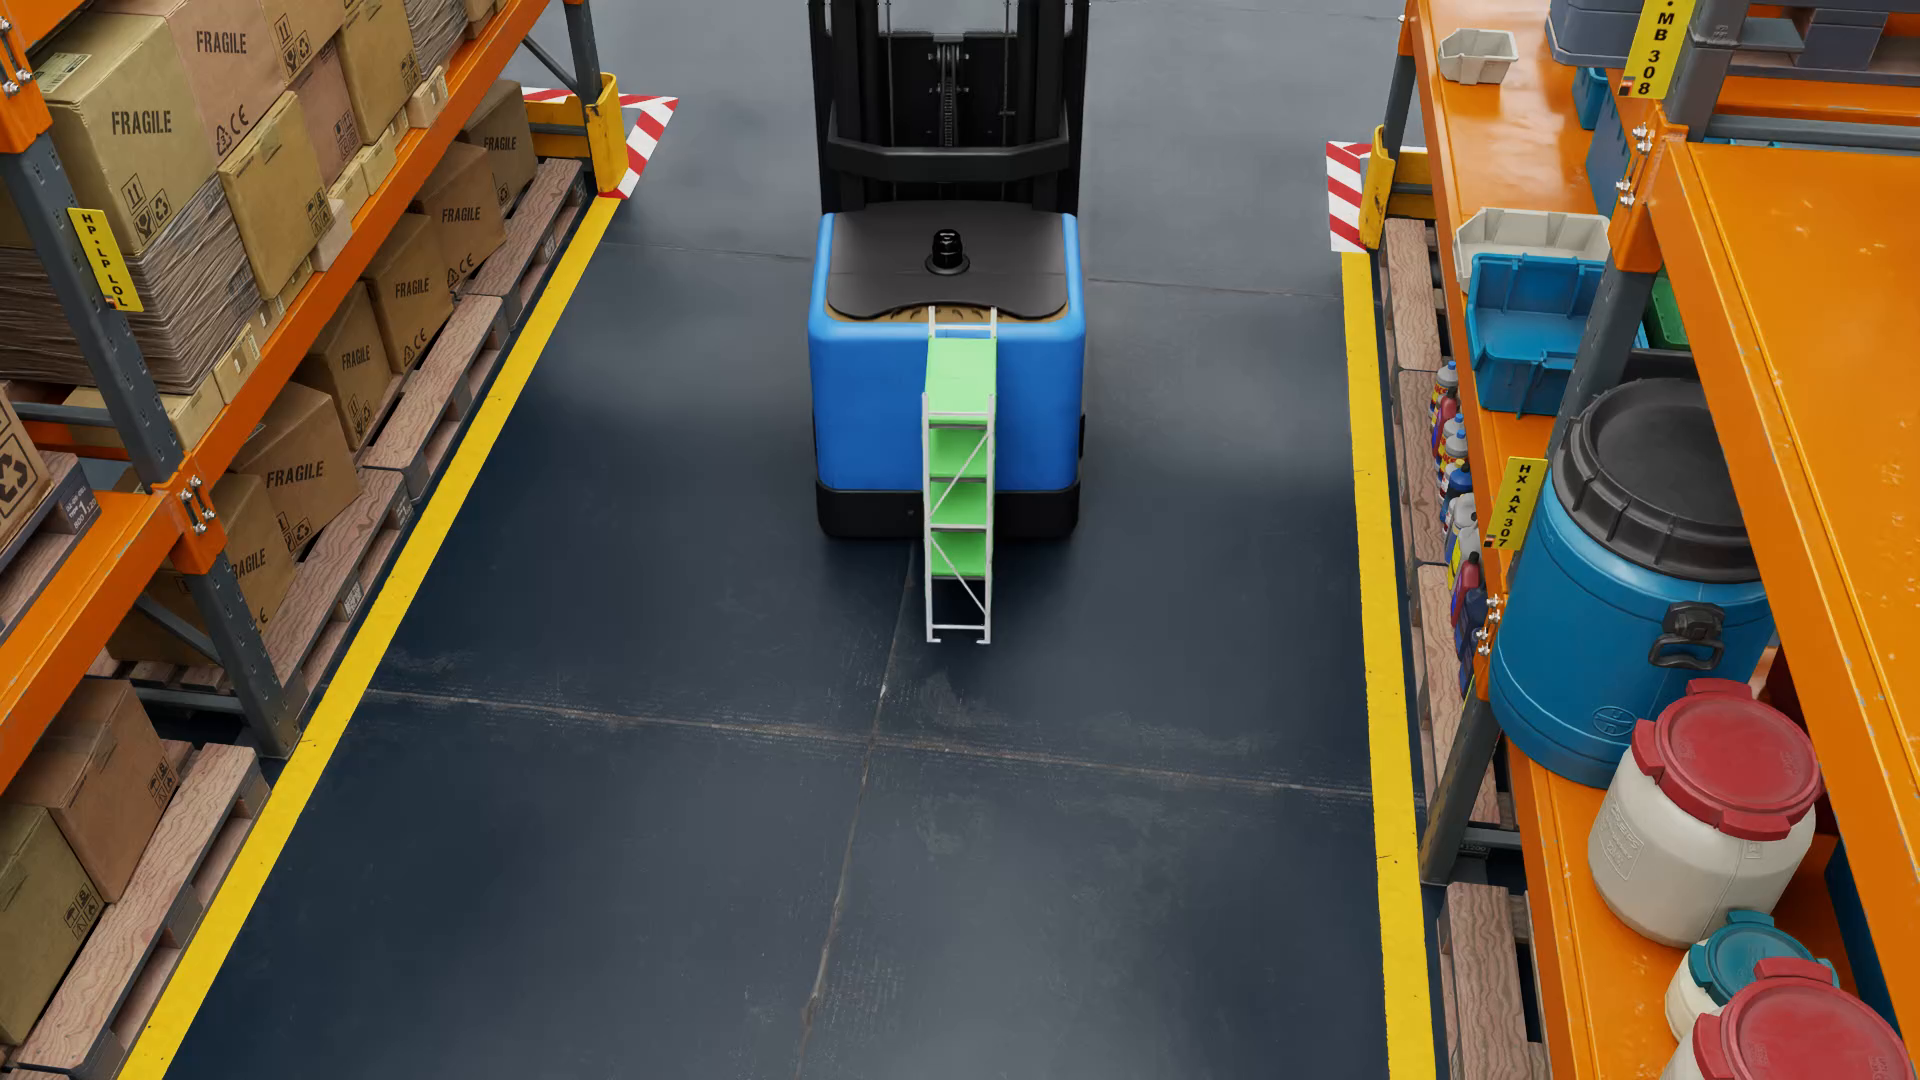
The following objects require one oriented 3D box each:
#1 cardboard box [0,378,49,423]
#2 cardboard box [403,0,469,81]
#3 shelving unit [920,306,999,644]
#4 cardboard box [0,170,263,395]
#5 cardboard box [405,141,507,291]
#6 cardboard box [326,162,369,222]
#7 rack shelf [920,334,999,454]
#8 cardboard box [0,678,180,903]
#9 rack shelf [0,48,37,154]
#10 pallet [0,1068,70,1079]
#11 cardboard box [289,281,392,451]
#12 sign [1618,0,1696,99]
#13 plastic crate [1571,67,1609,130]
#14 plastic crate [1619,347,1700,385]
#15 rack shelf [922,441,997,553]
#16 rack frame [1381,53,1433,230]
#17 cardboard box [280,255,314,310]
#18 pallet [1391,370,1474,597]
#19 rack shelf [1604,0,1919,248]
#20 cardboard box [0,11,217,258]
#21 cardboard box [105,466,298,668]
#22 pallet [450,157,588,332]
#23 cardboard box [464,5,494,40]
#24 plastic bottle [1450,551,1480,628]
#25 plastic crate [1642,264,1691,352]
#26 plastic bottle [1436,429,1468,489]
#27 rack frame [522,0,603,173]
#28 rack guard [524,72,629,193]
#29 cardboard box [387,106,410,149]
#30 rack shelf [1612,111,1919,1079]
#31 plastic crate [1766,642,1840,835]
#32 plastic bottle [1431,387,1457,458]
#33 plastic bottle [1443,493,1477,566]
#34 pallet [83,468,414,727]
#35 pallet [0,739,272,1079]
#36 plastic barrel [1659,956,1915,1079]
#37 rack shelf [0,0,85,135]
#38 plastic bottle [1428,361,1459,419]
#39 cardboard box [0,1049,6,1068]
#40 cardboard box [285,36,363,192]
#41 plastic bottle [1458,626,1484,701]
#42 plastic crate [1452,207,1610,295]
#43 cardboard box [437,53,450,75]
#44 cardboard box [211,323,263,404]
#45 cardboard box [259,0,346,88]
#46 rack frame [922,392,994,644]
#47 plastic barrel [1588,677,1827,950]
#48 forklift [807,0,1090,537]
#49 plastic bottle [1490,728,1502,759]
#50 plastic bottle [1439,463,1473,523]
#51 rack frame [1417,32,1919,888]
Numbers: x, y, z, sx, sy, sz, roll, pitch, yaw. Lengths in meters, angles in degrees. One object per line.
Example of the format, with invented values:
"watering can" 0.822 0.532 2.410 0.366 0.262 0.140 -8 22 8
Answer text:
"cardboard box" -3.138 -0.469 5.247 0.380 0.149 0.250 5 44 6
"cardboard box" -2.503 -2.197 6.599 0.875 0.500 0.500 5 44 6
"shelving unit" 0.002 -0.214 6.104 0.258 1.200 0.503 1 43 1
"cardboard box" -2.755 -0.833 5.159 0.875 0.500 0.500 5 44 6
"cardboard box" -2.491 -1.524 7.690 0.500 0.500 0.500 16 46 16
"cardboard box" -2.408 -1.269 6.092 0.380 0.149 0.250 5 44 6
"rack shelf" 0.002 -0.517 5.818 0.258 0.148 0.480 1 43 1
"cardboard box" -2.978 0.777 5.246 0.700 0.500 0.500 2 43 2
"rack shelf" -3.140 0.148 2.754 1.077 0.370 4.000 5 44 6
"pallet" -3.136 1.990 4.495 1.003 0.211 1.213 5 44 6
"cardboard box" -2.710 -0.722 6.844 0.500 0.500 0.500 2 43 2
"sign" 1.490 -1.087 3.528 0.100 0.325 0.005 5 44 6
"plastic crate" 2.702 -1.799 6.576 0.499 0.251 0.408 5 44 6
"plastic crate" 2.229 -0.260 4.888 0.767 0.338 0.504 5 44 6
"rack shelf" 0.002 -0.168 6.148 0.258 0.148 0.480 1 43 1
"rack frame" 2.563 -2.663 7.381 1.000 3.000 0.127 5 44 6
"cardboard box" -2.474 -0.929 5.732 0.380 0.149 0.250 5 44 6
"pallet" 2.323 -0.212 6.821 1.003 0.211 1.213 5 44 6
"rack shelf" 2.299 -2.128 5.157 1.077 0.370 4.000 5 44 6
"cardboard box" -2.564 -1.178 4.796 0.500 0.500 0.500 5 44 6
"cardboard box" -2.783 0.099 5.976 0.500 0.500 0.500 4 44 4
"pallet" -2.499 -1.499 8.179 1.003 0.211 1.213 5 44 6
"cardboard box" -2.244 -2.295 7.175 0.380 0.149 0.250 5 44 6
"plastic bottle" 1.839 0.179 6.035 0.061 0.283 0.133 8 44 8
"plastic crate" 2.493 -0.760 5.525 0.450 0.188 0.662 5 44 6
"plastic bottle" 1.956 -0.323 6.574 0.097 0.271 0.097 0 43 0
"rack frame" -2.347 -3.113 7.856 1.000 3.000 0.127 5 44 6
"rack guard" -2.357 -2.154 8.661 1.175 0.500 0.348 5 44 6
"cardboard box" -2.376 -1.613 6.455 0.380 0.149 0.250 5 44 6
"rack shelf" 1.770 0.598 2.278 1.077 0.370 4.000 5 44 6
"plastic crate" 2.273 0.398 4.102 0.402 0.464 0.583 5 44 6
"plastic bottle" 1.966 -0.477 6.727 0.061 0.283 0.133 6 44 6
"plastic bottle" 1.927 -0.034 6.265 0.152 0.276 0.135 6 44 6
"pallet" -2.822 0.164 6.423 1.003 0.211 1.213 5 44 6
"pallet" -2.977 1.156 5.376 1.003 0.211 1.213 5 44 6
"plastic barrel" 1.593 1.146 3.260 0.433 0.535 0.433 0 43 0
"rack shelf" -2.611 -2.578 5.633 1.077 0.370 4.000 5 44 6
"plastic bottle" 2.014 -0.625 6.893 0.097 0.271 0.097 0 43 0
"cardboard box" -3.133 1.482 4.501 0.700 0.500 0.500 2 43 2
"cardboard box" -2.687 -1.520 5.885 0.875 0.500 0.500 5 44 6
"plastic bottle" 1.834 0.400 5.753 0.144 0.351 0.185 4 44 4
"plastic crate" 1.998 -0.971 5.786 0.530 0.136 0.437 5 44 6
"cardboard box" -2.329 -1.956 6.817 0.380 0.149 0.250 5 44 6
"cardboard box" -2.503 -0.584 5.368 0.380 0.149 0.250 5 44 6
"cardboard box" -2.433 -1.860 5.516 0.500 0.500 0.500 5 44 6
"rack frame" -0.006 -0.047 5.927 0.240 1.200 0.015 1 43 1
"plastic barrel" 1.690 0.646 3.788 0.433 0.535 0.433 0 43 0
"forklift" -0.042 -2.065 6.799 1.130 2.935 3.031 0 43 0
"plastic bottle" 1.773 0.644 5.604 0.097 0.201 0.097 0 43 0
"plastic bottle" 1.929 -0.185 6.428 0.097 0.271 0.097 0 43 0
"rack frame" 2.034 0.063 4.502 1.000 3.000 0.127 5 44 6
